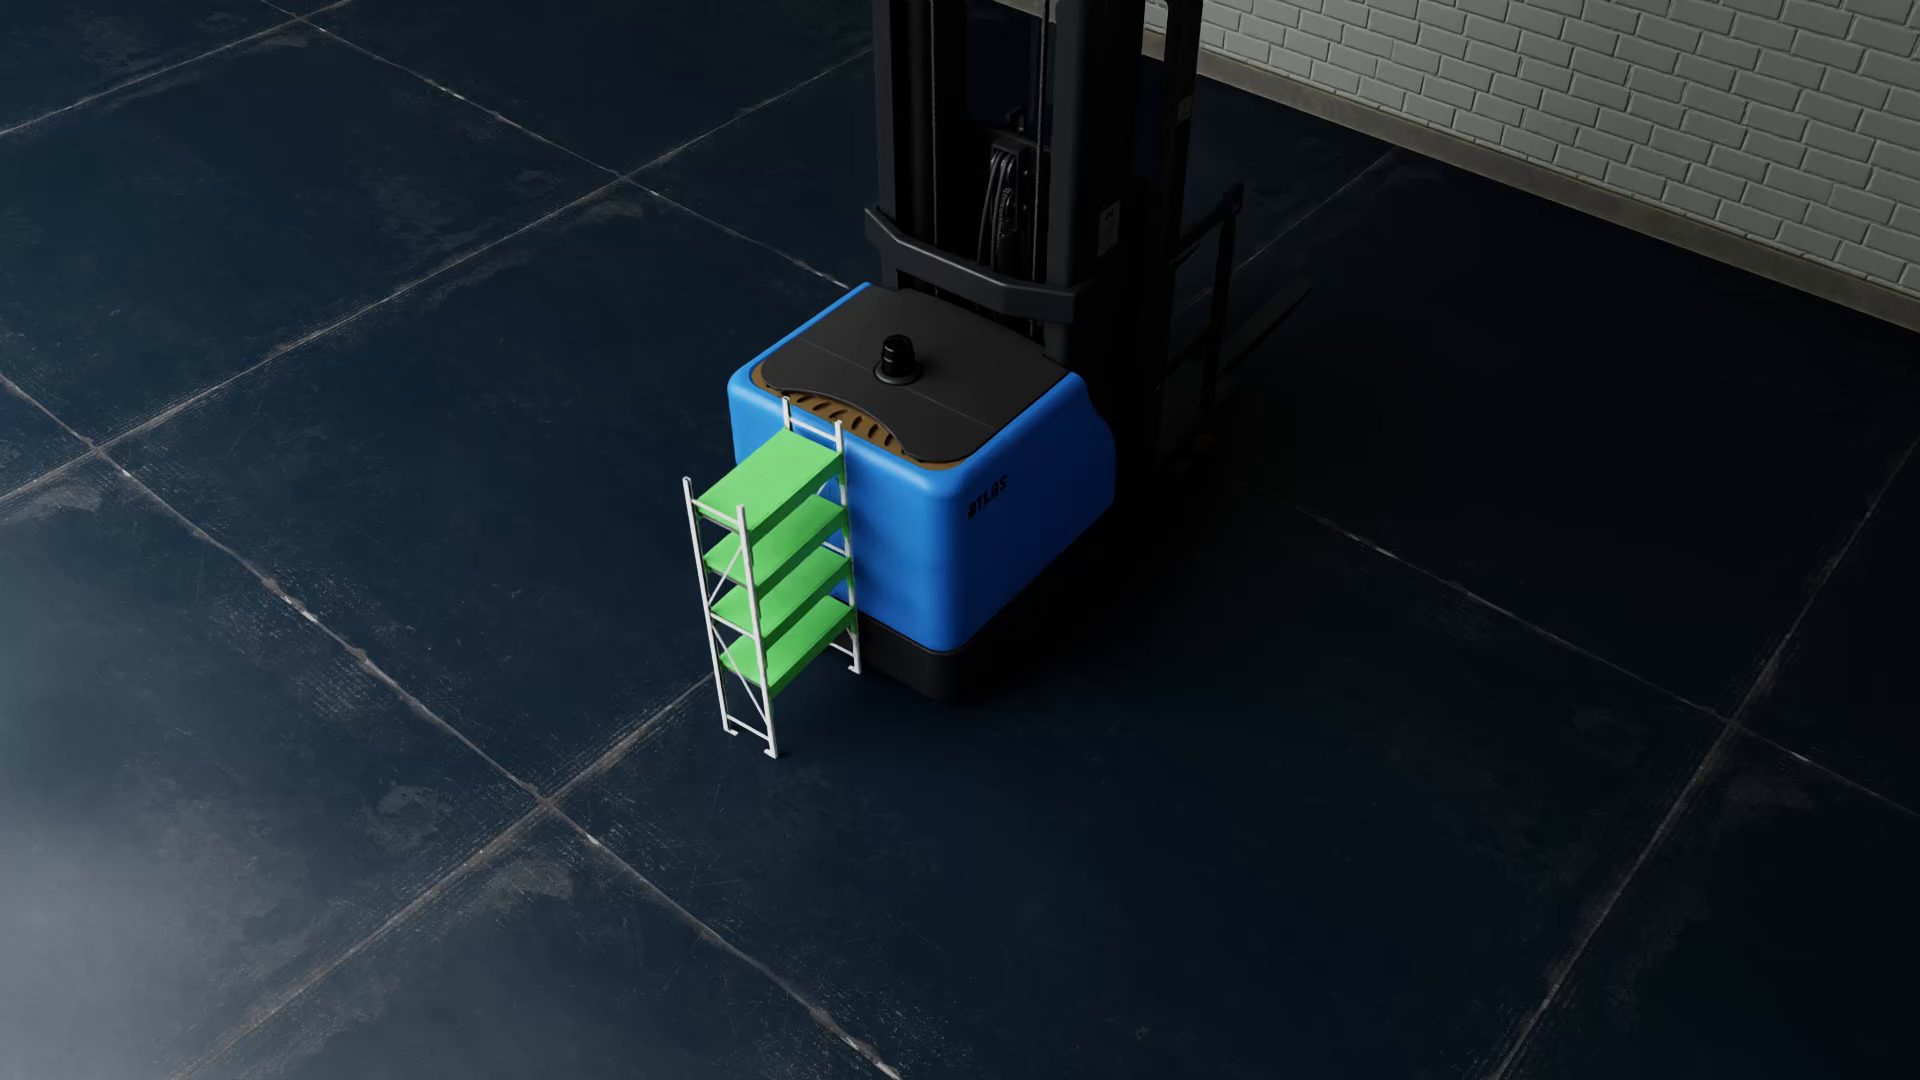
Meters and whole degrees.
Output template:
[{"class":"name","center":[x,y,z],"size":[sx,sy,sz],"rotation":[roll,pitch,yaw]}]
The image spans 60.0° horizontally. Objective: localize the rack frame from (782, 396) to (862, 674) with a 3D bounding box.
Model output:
[{"class":"rack frame","center":[-0.476,0.013,5.829],"size":[0.240,1.200,0.015],"rotation":[25,49,25]}]

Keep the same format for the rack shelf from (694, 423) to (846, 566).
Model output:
[{"class":"rack shelf","center":[-0.620,-0.152,5.399],"size":[0.258,0.148,0.480],"rotation":[25,49,25]}]

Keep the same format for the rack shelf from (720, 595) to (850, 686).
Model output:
[{"class":"rack shelf","center":[-0.612,0.334,5.856],"size":[0.221,0.021,0.457],"rotation":[25,49,25]}]

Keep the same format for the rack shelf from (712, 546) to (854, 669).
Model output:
[{"class":"rack shelf","center":[-0.614,0.198,5.728],"size":[0.258,0.148,0.480],"rotation":[25,49,25]}]

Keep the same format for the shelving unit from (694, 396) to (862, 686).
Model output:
[{"class":"shelving unit","center":[-0.612,0.148,5.688],"size":[0.258,1.200,0.492],"rotation":[25,49,25]}]

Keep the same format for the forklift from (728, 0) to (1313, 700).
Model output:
[{"class":"forklift","center":[0.463,-1.446,6.162],"size":[1.130,2.935,3.031],"rotation":[27,49,27]}]

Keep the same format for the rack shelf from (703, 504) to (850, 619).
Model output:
[{"class":"rack shelf","center":[-0.617,0.023,5.564],"size":[0.258,0.148,0.480],"rotation":[25,49,25]}]
